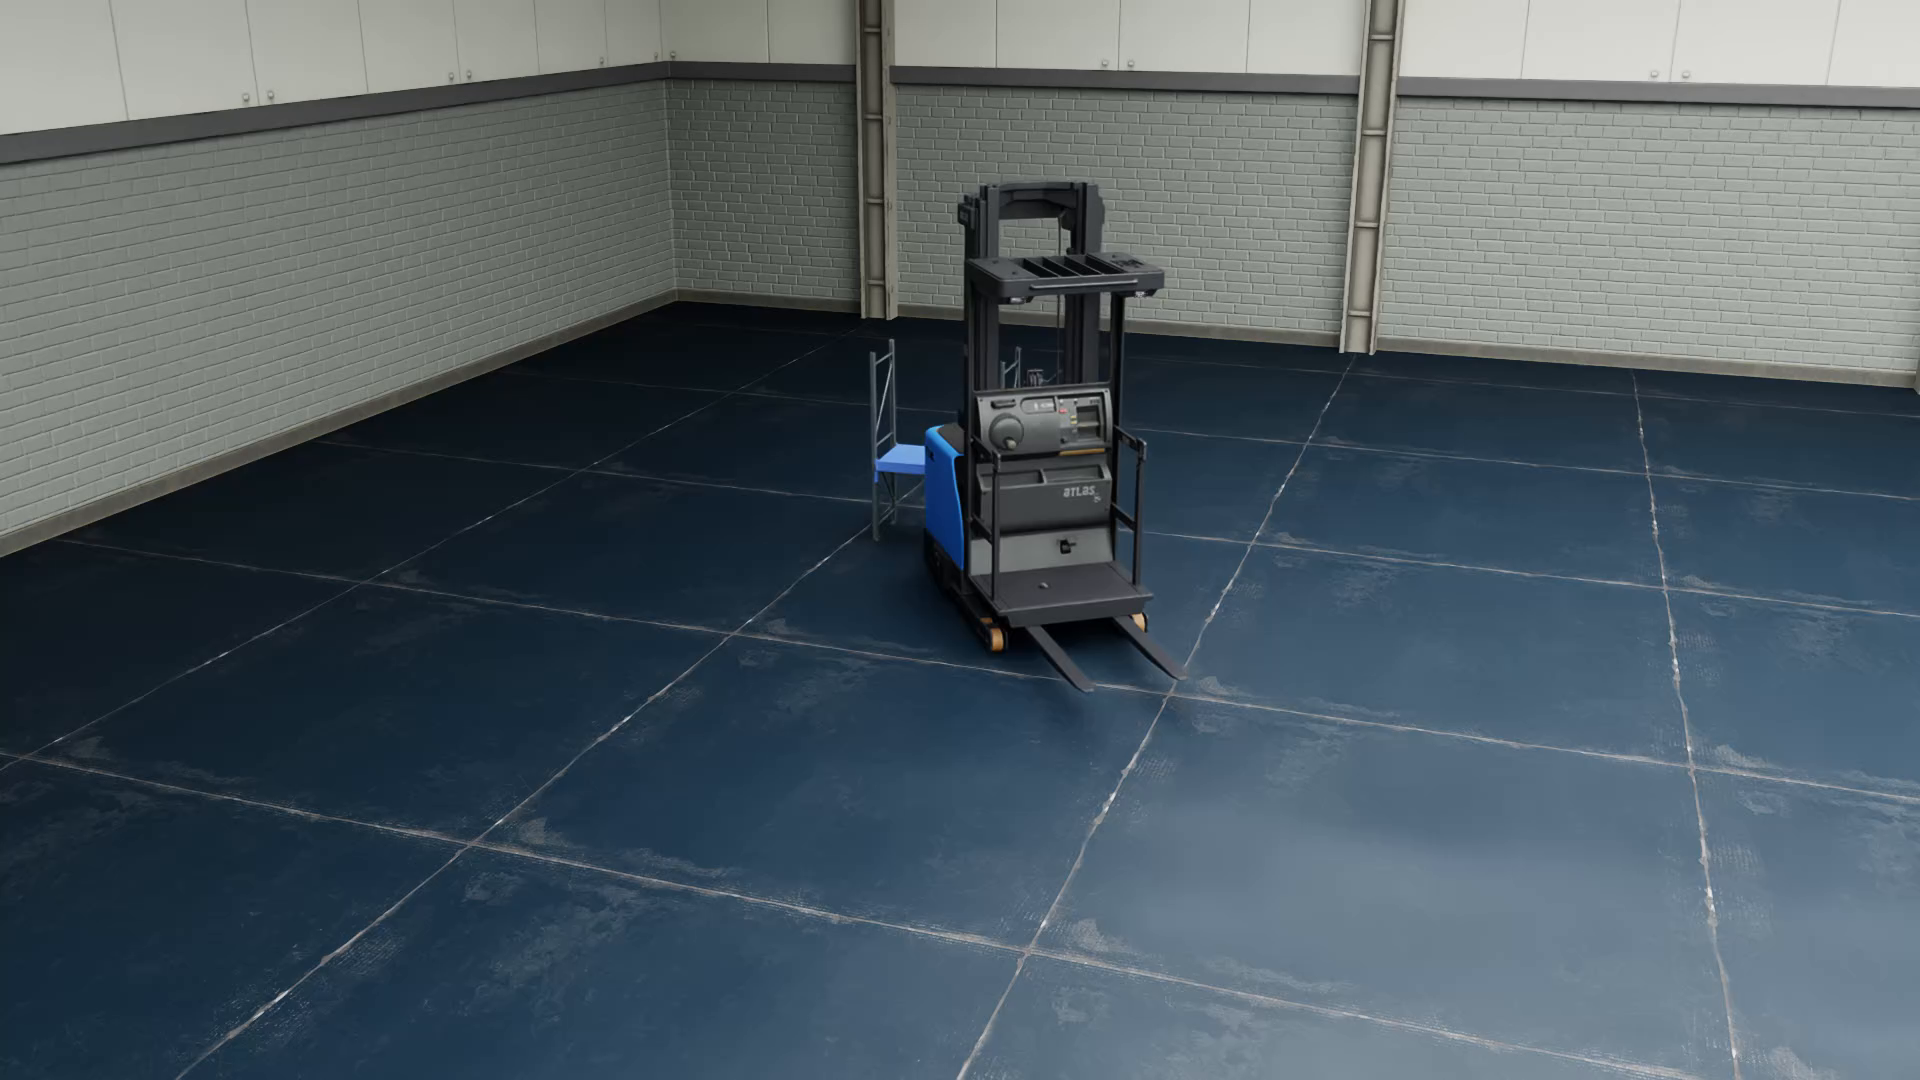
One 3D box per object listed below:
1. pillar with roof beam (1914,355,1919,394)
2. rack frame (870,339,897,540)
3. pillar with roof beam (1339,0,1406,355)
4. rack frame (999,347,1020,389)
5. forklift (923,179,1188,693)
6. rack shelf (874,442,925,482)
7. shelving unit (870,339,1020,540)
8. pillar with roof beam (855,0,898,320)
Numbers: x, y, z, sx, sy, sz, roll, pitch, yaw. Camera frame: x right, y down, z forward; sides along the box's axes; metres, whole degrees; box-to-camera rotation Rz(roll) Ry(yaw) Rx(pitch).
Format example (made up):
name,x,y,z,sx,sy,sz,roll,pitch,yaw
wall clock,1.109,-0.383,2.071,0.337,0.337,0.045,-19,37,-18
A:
name,x,y,z,sx,sy,sz,roll,pitch,yaw
pillar with roof beam,8.895,-4.468,12.223,0.400,9.000,9.100,7,20,18
rack frame,-0.599,-0.787,13.056,0.032,1.500,0.500,6,20,16
pillar with roof beam,3.228,-5.116,14.082,0.400,9.000,9.100,7,20,18
rack frame,0.376,-0.692,12.784,0.032,1.500,0.500,6,20,16
forklift,0.629,-0.786,10.878,1.130,2.935,3.031,-5,20,-15
rack shelf,-0.112,-0.570,12.979,1.000,0.185,0.538,6,20,16
shelving unit,-0.112,-0.740,12.920,1.048,1.500,0.538,6,20,16
pillar with roof beam,-2.440,-5.764,15.941,0.400,9.000,9.100,7,20,18
